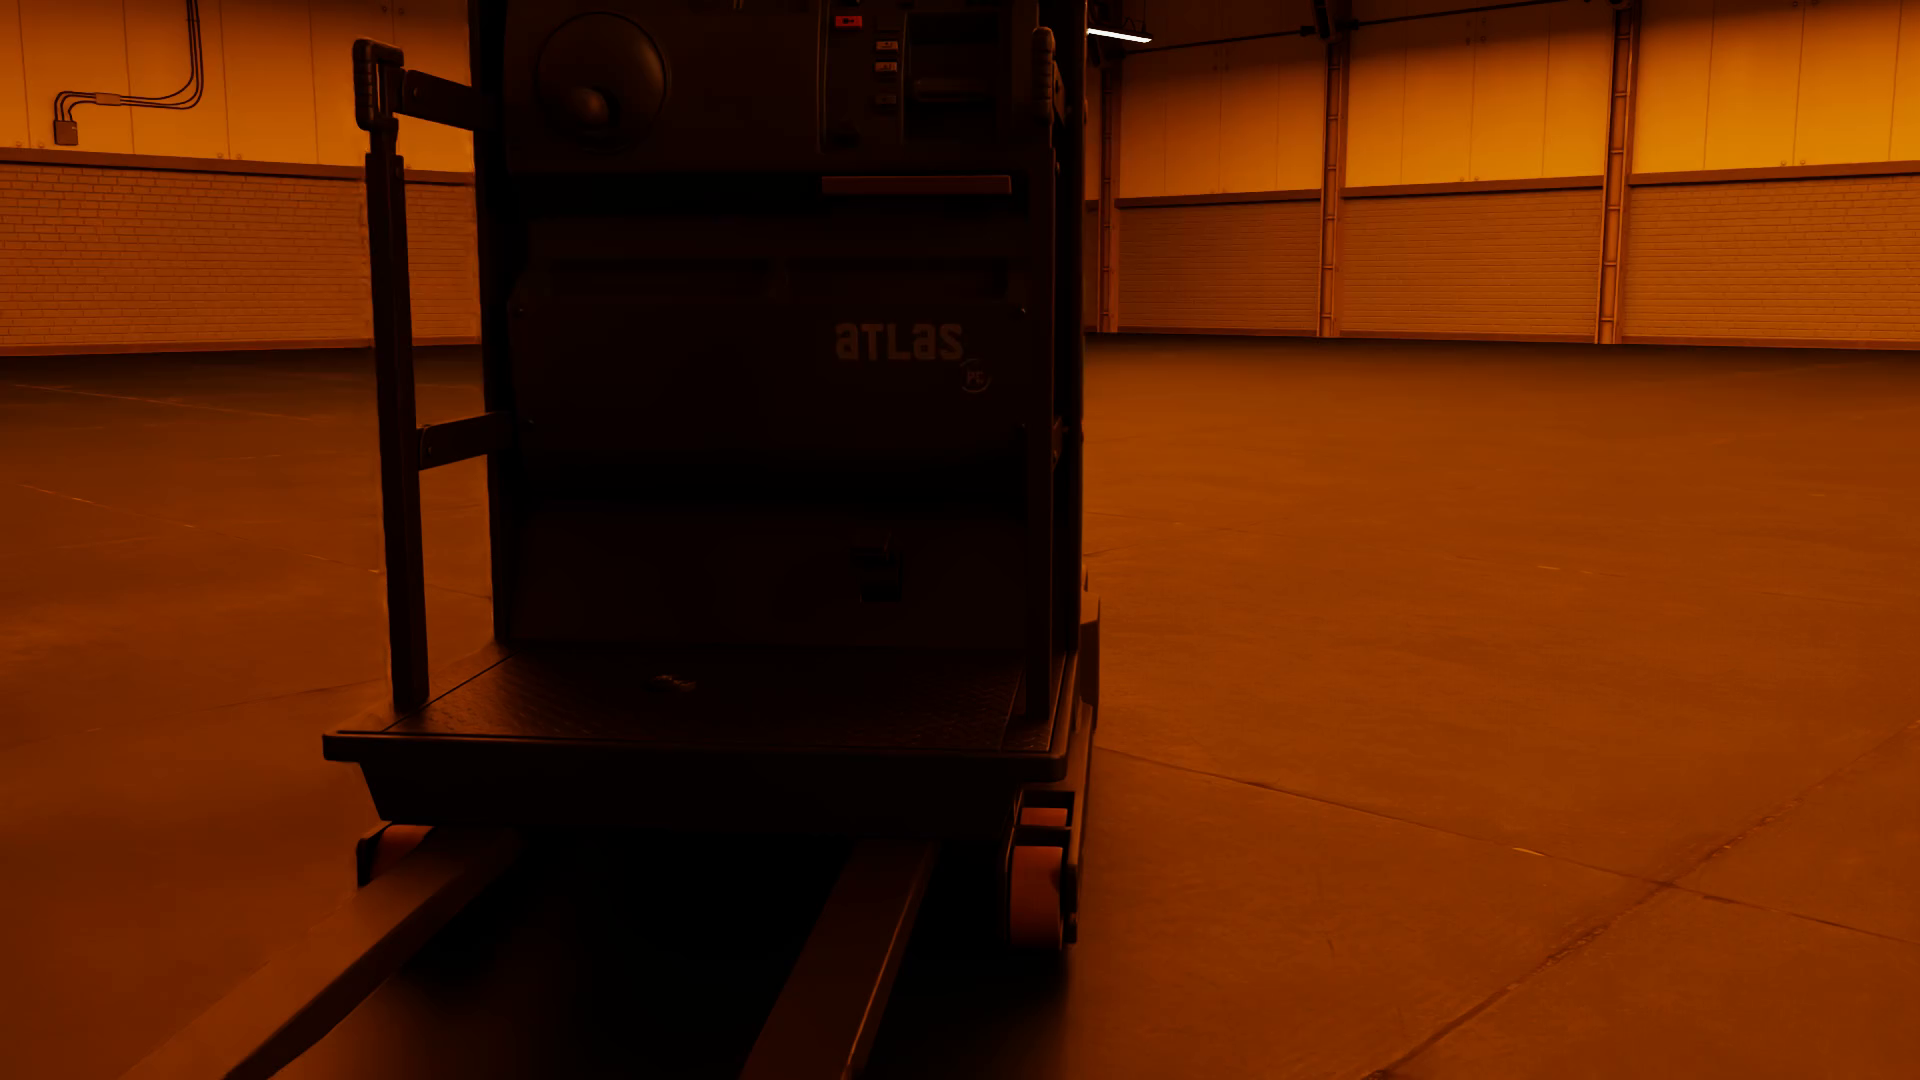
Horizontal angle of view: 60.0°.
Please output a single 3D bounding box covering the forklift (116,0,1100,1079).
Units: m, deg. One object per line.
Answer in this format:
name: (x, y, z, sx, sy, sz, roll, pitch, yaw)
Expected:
forklift: (-0.346, -0.872, 2.666, 1.130, 2.935, 3.031, 1, 9, 6)
